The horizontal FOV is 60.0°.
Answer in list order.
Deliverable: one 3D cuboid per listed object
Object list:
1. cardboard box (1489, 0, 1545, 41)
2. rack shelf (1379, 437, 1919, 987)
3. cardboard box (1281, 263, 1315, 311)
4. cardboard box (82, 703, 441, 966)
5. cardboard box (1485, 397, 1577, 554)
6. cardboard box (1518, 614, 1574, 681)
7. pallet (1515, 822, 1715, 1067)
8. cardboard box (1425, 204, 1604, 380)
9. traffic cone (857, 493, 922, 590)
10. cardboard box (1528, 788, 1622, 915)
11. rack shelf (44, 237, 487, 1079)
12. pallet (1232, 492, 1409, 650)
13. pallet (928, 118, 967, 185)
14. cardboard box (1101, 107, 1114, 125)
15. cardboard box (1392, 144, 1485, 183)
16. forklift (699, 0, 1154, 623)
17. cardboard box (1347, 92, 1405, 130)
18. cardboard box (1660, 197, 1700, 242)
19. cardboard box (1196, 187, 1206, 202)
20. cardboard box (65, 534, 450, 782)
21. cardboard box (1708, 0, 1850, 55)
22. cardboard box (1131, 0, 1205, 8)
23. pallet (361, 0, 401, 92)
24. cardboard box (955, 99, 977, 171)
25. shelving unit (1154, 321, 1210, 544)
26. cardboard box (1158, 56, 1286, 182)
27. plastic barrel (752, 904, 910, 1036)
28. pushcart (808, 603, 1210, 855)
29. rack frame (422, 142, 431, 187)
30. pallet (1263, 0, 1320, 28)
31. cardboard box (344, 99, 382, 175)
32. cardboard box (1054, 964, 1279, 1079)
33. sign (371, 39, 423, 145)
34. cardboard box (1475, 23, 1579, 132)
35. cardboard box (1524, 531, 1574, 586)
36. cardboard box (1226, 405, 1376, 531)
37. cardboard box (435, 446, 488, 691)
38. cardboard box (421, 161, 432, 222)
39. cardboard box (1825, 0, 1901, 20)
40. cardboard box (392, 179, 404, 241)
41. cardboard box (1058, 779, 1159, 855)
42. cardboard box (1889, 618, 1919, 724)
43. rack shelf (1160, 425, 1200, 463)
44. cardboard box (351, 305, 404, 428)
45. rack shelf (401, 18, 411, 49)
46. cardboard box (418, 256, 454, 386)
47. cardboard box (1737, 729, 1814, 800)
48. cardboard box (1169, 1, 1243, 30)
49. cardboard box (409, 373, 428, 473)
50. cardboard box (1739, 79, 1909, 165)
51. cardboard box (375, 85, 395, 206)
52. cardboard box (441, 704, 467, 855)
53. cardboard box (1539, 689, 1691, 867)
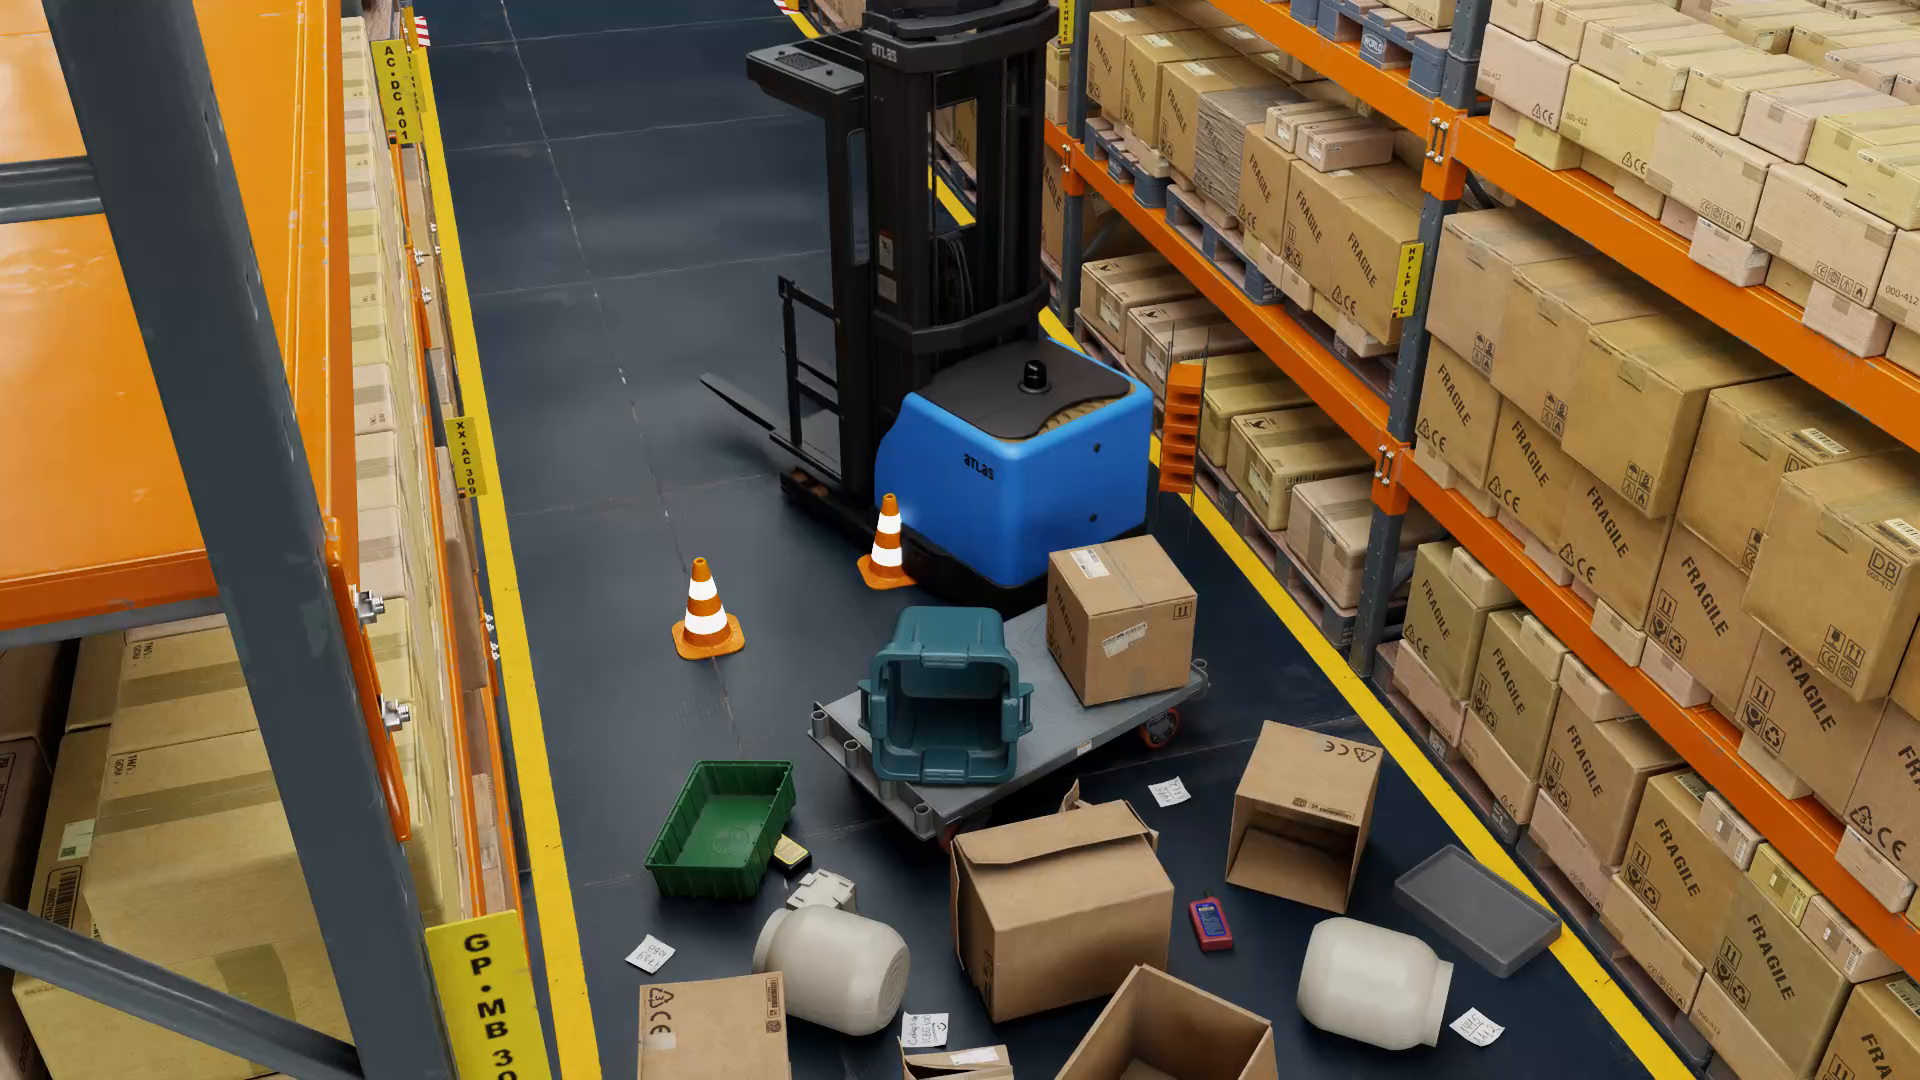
[{"bbox_3d":[2.178,-1.950,6.084,0.380,0.149,0.250,-11,35,-16],"label":"cardboard box"},{"bbox_3d":[3.003,0.659,6.004,1.077,0.370,4.000,-10,35,-15],"label":"rack shelf"},{"bbox_3d":[1.797,-1.256,8.097,0.380,0.149,0.250,-11,35,-16],"label":"cardboard box"},{"bbox_3d":[-0.869,0.369,2.102,0.380,0.149,0.250,-10,35,-14],"label":"cardboard box"},{"bbox_3d":[2.437,-0.320,6.472,0.500,0.500,0.500,-10,35,-15],"label":"cardboard box"},{"bbox_3d":[2.455,0.398,6.591,0.380,0.149,0.250,-9,34,-13],"label":"cardboard box"},{"bbox_3d":[3.007,1.460,6.668,1.003,0.211,1.213,-10,35,-15],"label":"pallet"},{"bbox_3d":[2.321,-1.007,6.605,0.700,0.500,0.500,-10,35,-15],"label":"cardboard box"},{"bbox_3d":[-0.359,-0.033,8.699,0.336,0.463,0.334,-10,35,-15],"label":"traffic cone"},{"bbox_3d":[2.654,1.192,6.657,0.500,0.250,0.500,-10,35,-15],"label":"cardboard box"},{"bbox_3d":[-1.680,0.293,3.837,1.077,0.370,4.000,-10,35,-15],"label":"rack shelf"},{"bbox_3d":[2.154,0.064,8.782,1.003,0.211,1.213,-10,35,-15],"label":"pallet"},{"bbox_3d":[0.260,-3.336,13.926,1.003,0.211,1.213,-10,35,-15],"label":"pallet"},{"bbox_3d":[1.095,-2.660,10.221,0.380,0.149,0.250,-12,35,-17],"label":"cardboard box"},{"bbox_3d":[2.370,-1.590,8.013,0.500,0.500,0.500,-10,35,-15],"label":"cardboard box"},{"bbox_3d":[-0.358,-1.525,8.719,1.130,2.935,3.031,-25,41,-33],"label":"forklift"},{"bbox_3d":[2.157,-2.162,8.291,0.380,0.149,0.250,-8,34,-12],"label":"cardboard box"},{"bbox_3d":[2.571,-1.094,5.512,0.380,0.149,0.250,-11,35,-16],"label":"cardboard box"},{"bbox_3d":[1.524,-1.951,9.149,0.380,0.149,0.250,-9,34,-13],"label":"cardboard box"},{"bbox_3d":[-1.129,0.202,2.717,0.500,0.250,0.500,-10,35,-15],"label":"cardboard box"},{"bbox_3d":[2.844,-1.766,5.804,0.380,0.149,0.250,-9,35,-14],"label":"cardboard box"},{"bbox_3d":[1.255,-3.550,10.724,0.500,0.500,0.500,-11,35,-16],"label":"cardboard box"},{"bbox_3d":[-2.920,-2.163,7.072,1.003,0.211,1.213,-8,34,-13],"label":"pallet"},{"bbox_3d":[0.501,-3.395,13.033,0.875,0.875,0.875,-9,35,-13],"label":"cardboard box"},{"bbox_3d":[1.173,-0.556,8.823,0.189,1.200,0.258,7,34,10],"label":"shelving unit"},{"bbox_3d":[1.424,-2.307,9.099,0.500,0.500,0.500,-9,35,-14],"label":"cardboard box"},{"bbox_3d":[-0.483,1.607,6.254,0.512,0.421,0.421,13,36,18],"label":"plastic barrel"},{"bbox_3d":[0.237,0.812,7.498,1.648,0.377,0.936,-23,40,-31],"label":"pushcart"},{"bbox_3d":[-4.731,-4.006,12.411,1.000,3.000,0.127,-10,35,-15],"label":"rack frame"},{"bbox_3d":[1.987,-2.750,7.960,1.213,0.211,1.003,-10,35,-15],"label":"pallet"},{"bbox_3d":[-1.646,-0.968,4.125,0.380,0.149,0.250,-9,35,-14],"label":"cardboard box"},{"bbox_3d":[0.666,1.954,5.656,0.637,0.503,0.797,19,38,26],"label":"cardboard box"},{"bbox_3d":[-1.762,-1.400,5.206,0.100,0.325,0.005,-10,35,-15],"label":"sign"},{"bbox_3d":[2.266,-1.727,6.108,0.500,0.250,0.500,-11,35,-16],"label":"cardboard box"},{"bbox_3d":[2.462,0.027,6.536,0.380,0.149,0.250,-9,35,-13],"label":"cardboard box"},{"bbox_3d":[2.008,-0.422,8.990,0.950,0.372,0.625,-8,34,-12],"label":"cardboard box"},{"bbox_3d":[-1.932,0.150,5.006,0.875,0.550,0.550,-10,35,-15],"label":"cardboard box"},{"bbox_3d":[-3.784,-2.282,11.008,0.500,0.250,0.500,-10,35,-14],"label":"cardboard box"},{"bbox_3d":[5.901,-3.453,10.895,0.380,0.149,0.250,-9,35,-13],"label":"cardboard box"},{"bbox_3d":[-1.798,-0.900,4.745,0.380,0.149,0.250,-9,35,-14],"label":"cardboard box"},{"bbox_3d":[0.597,1.238,6.955,0.396,0.266,0.258,19,38,26],"label":"cardboard box"},{"bbox_3d":[3.102,0.327,4.586,0.700,0.500,0.500,-10,35,-14],"label":"cardboard box"},{"bbox_3d":[1.173,-0.519,8.848,0.180,0.103,0.258,7,34,10],"label":"rack shelf"},{"bbox_3d":[-1.256,-0.298,3.112,0.380,0.149,0.250,-10,35,-15],"label":"cardboard box"},{"bbox_3d":[-5.341,-4.756,14.198,1.077,0.370,4.000,-10,35,-15],"label":"rack shelf"},{"bbox_3d":[-2.654,-0.963,7.716,0.500,0.500,0.500,-9,35,-14],"label":"cardboard box"},{"bbox_3d":[2.838,0.694,5.527,0.380,0.149,0.250,-10,35,-15],"label":"cardboard box"},{"bbox_3d":[1.576,-2.940,10.057,0.500,0.500,0.500,-11,35,-16],"label":"cardboard box"},{"bbox_3d":[-1.408,-0.231,3.733,0.380,0.149,0.250,-10,35,-15],"label":"cardboard box"},{"bbox_3d":[2.628,-1.276,5.063,0.380,0.149,0.250,-11,35,-15],"label":"cardboard box"},{"bbox_3d":[-1.896,-1.120,4.718,0.500,0.250,0.500,-10,35,-15],"label":"cardboard box"},{"bbox_3d":[-1.024,0.432,2.731,0.380,0.149,0.250,-10,35,-15],"label":"cardboard box"},{"bbox_3d":[2.647,0.875,6.458,0.500,0.500,0.500,-8,34,-12],"label":"cardboard box"}]
